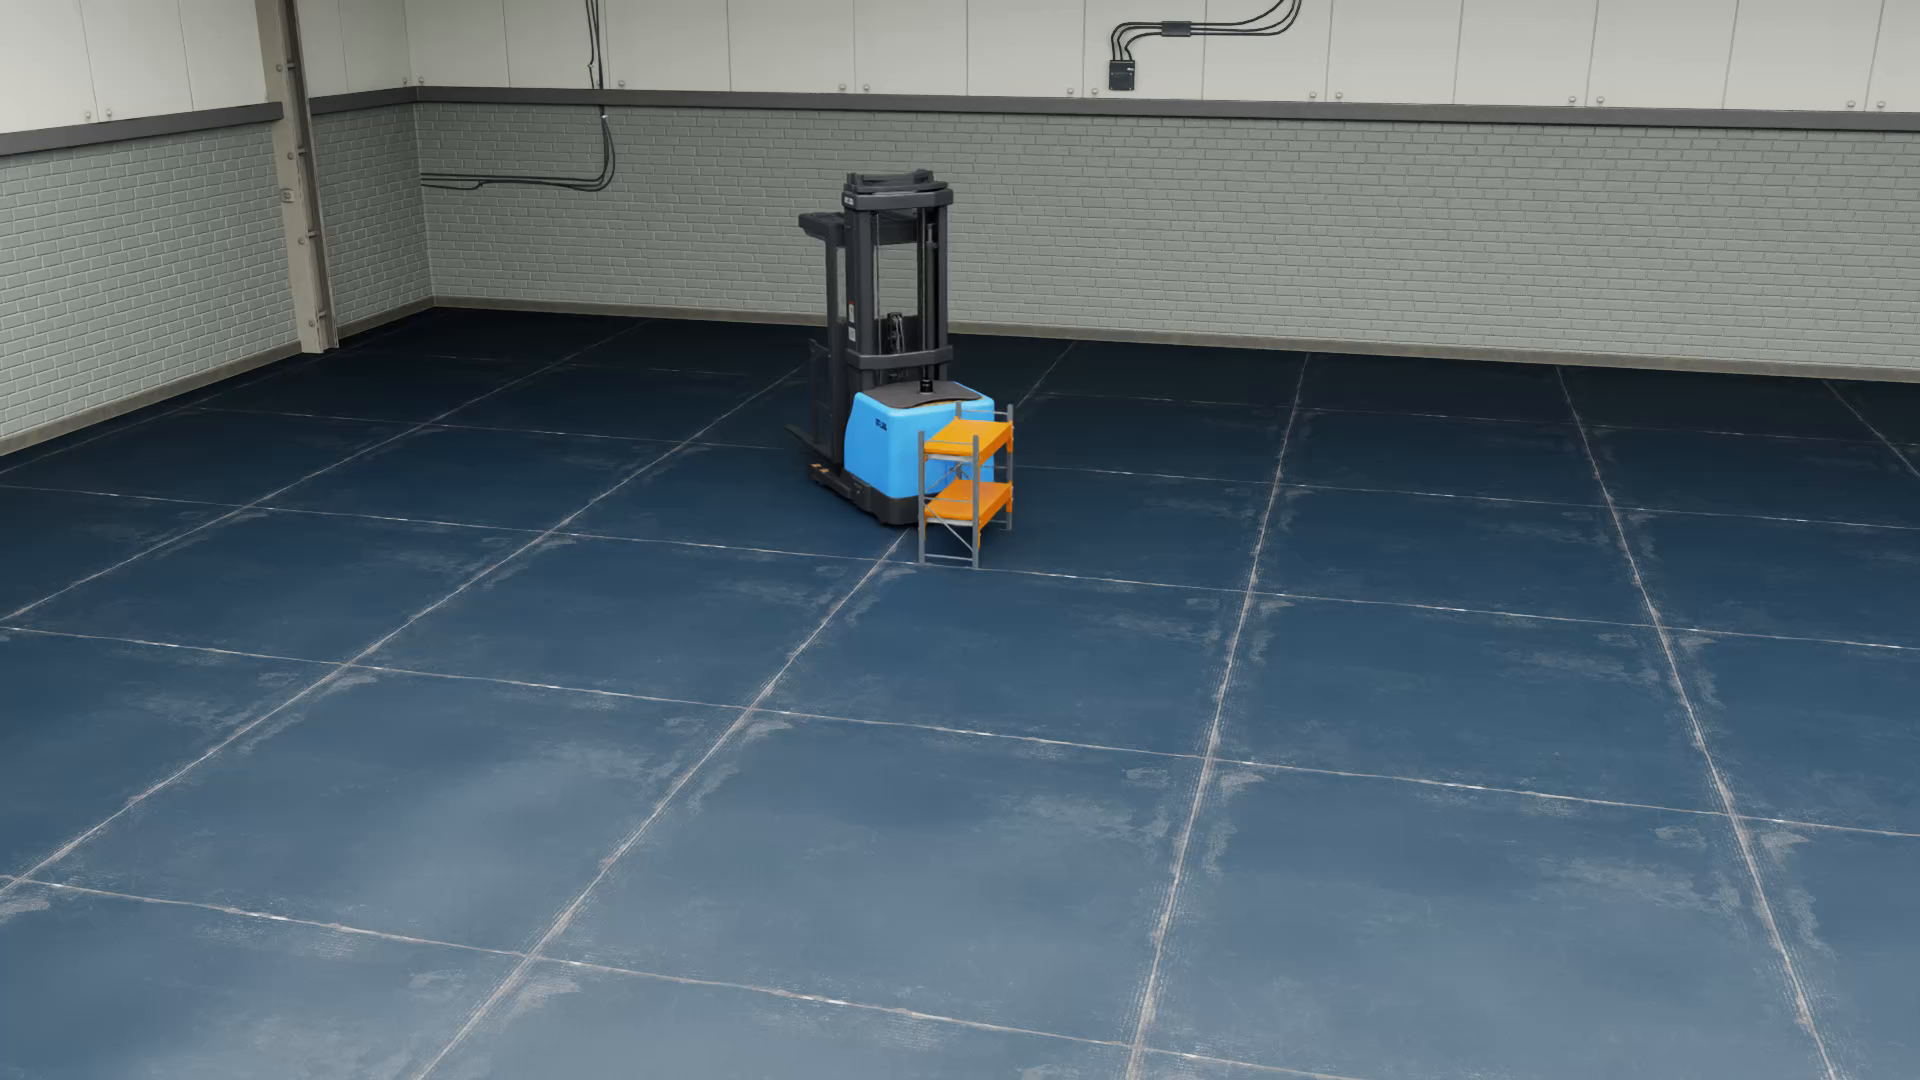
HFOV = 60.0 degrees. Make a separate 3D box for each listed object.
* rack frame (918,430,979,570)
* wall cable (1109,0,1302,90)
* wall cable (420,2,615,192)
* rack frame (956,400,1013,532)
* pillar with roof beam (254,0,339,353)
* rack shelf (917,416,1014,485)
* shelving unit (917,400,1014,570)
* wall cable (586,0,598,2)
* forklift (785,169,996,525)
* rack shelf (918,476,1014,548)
[{"bbox_3d":[-0.092,-0.317,13.376,0.500,1.125,0.032,6,20,16],"label":"rack frame"},{"bbox_3d":[2.982,-8.380,19.537,2.305,6.003,0.169,5,19,13],"label":"wall cable"},{"bbox_3d":[-6.220,-6.056,22.799,3.097,2.526,0.112,5,19,13],"label":"wall cable"},{"bbox_3d":[0.207,-0.631,14.295,0.500,1.125,0.032,6,20,16],"label":"rack frame"},{"bbox_3d":[-4.048,-6.366,18.904,9.100,9.000,0.400,5,19,13],"label":"pillar with roof beam"},{"bbox_3d":[0.057,-0.751,13.741,0.538,0.278,1.000,6,20,16],"label":"rack shelf"},{"bbox_3d":[0.057,-0.474,13.836,0.538,1.125,1.048,6,20,16],"label":"shelving unit"},{"bbox_3d":[-3.597,-8.232,21.357,3.097,2.526,0.112,5,19,13],"label":"wall cable"},{"bbox_3d":[-0.799,-1.949,15.360,1.130,2.935,3.031,-9,21,-25],"label":"forklift"},{"bbox_3d":[0.057,-0.243,13.915,0.538,0.278,1.000,6,20,16],"label":"rack shelf"}]
